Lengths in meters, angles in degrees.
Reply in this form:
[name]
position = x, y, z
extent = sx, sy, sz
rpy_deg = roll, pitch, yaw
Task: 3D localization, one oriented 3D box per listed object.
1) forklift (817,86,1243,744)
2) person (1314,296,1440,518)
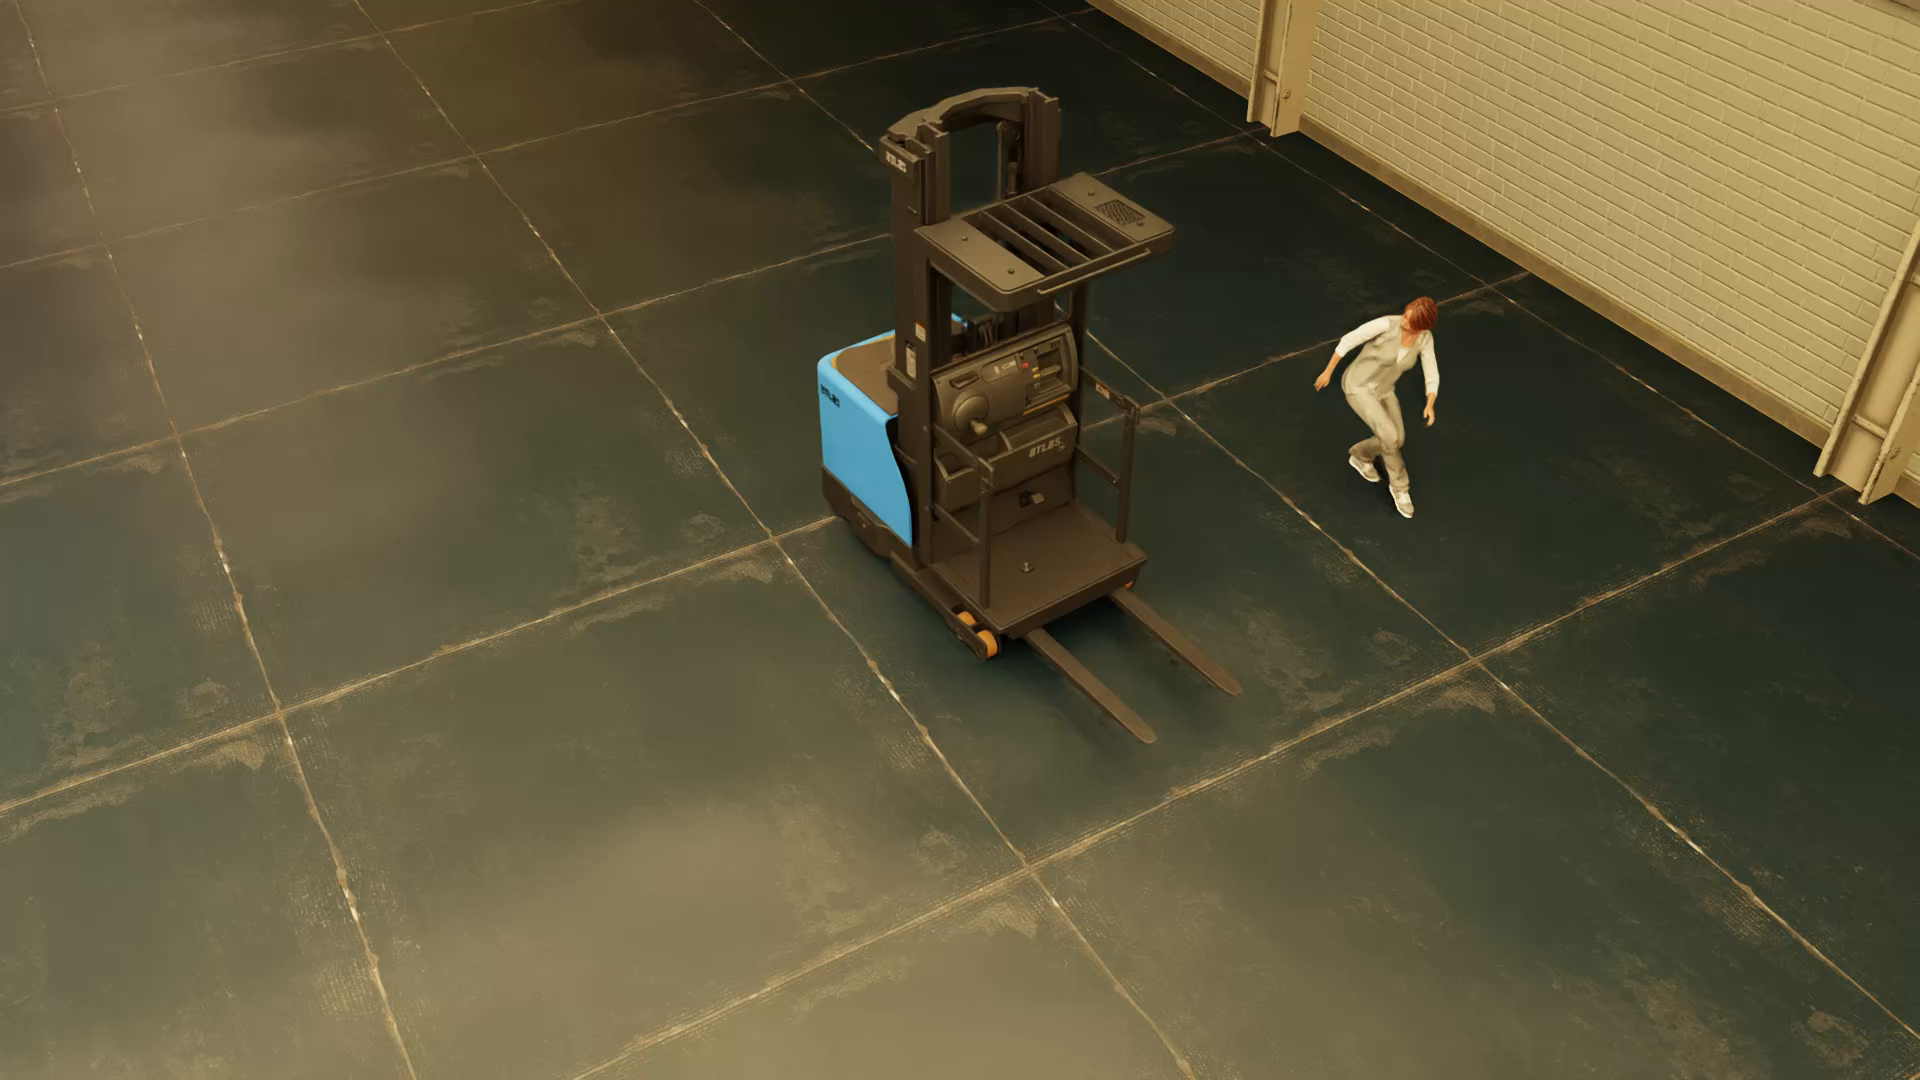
[forklift]
position = 0.385, -0.802, 9.003
extent = 1.130, 2.935, 3.031
rpy_deg = -24, 45, -26
[person]
position = 2.620, -0.843, 10.246
extent = 0.634, 1.433, 0.695
rpy_deg = -15, 42, -17
